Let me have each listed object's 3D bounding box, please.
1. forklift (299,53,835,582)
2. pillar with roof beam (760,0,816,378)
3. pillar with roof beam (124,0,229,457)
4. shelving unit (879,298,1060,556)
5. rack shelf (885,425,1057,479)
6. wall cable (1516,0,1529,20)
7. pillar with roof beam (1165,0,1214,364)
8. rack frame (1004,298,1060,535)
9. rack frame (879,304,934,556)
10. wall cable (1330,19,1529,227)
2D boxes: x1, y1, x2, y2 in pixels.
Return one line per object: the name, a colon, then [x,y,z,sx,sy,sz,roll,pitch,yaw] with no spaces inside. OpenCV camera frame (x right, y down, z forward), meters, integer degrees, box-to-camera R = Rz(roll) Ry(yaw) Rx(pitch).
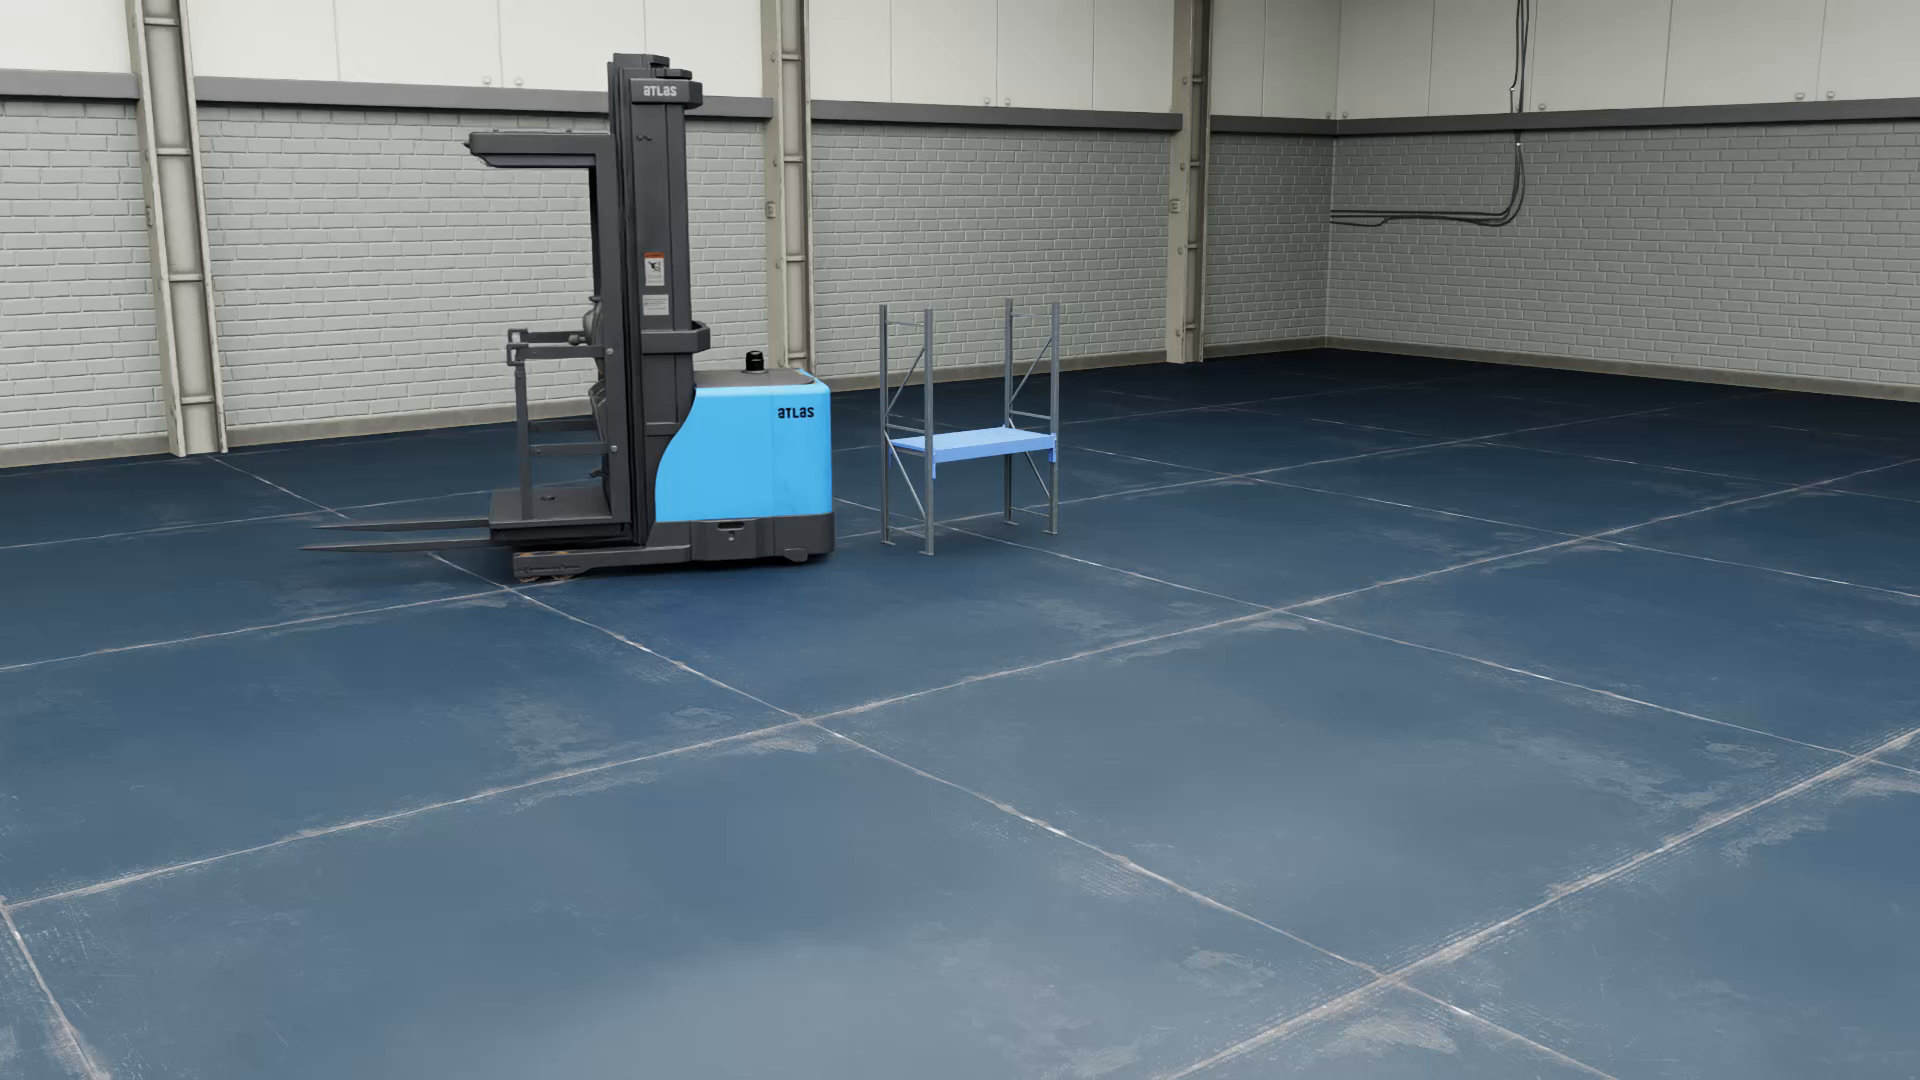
forklift: [-2.326,-1.314,9.758,3.031,2.935,1.130,-3,12,-14]
pillar with roof beam: [0.898,-5.230,13.595,0.400,9.000,9.100,-9,15,-38]
pillar with roof beam: [-3.787,-4.452,9.929,0.400,9.000,9.100,-9,15,-38]
shelving unit: [0.067,-0.745,10.525,1.048,1.500,0.538,-9,15,-38]
rack shelf: [0.067,-0.569,10.562,1.000,0.185,0.538,-9,15,-38]
wall cable: [7.710,-7.388,19.072,0.112,2.526,3.097,-9,15,-38]
pillar with roof beam: [5.583,-6.009,17.262,0.400,9.000,9.100,-9,15,-38]
rack frame: [0.464,-0.811,10.836,0.032,1.500,0.500,-9,15,-38]
rack frame: [-0.330,-0.679,10.214,0.032,1.500,0.500,-9,15,-38]
wall cable: [6.020,-5.356,21.663,0.112,2.526,3.097,-9,15,-38]
